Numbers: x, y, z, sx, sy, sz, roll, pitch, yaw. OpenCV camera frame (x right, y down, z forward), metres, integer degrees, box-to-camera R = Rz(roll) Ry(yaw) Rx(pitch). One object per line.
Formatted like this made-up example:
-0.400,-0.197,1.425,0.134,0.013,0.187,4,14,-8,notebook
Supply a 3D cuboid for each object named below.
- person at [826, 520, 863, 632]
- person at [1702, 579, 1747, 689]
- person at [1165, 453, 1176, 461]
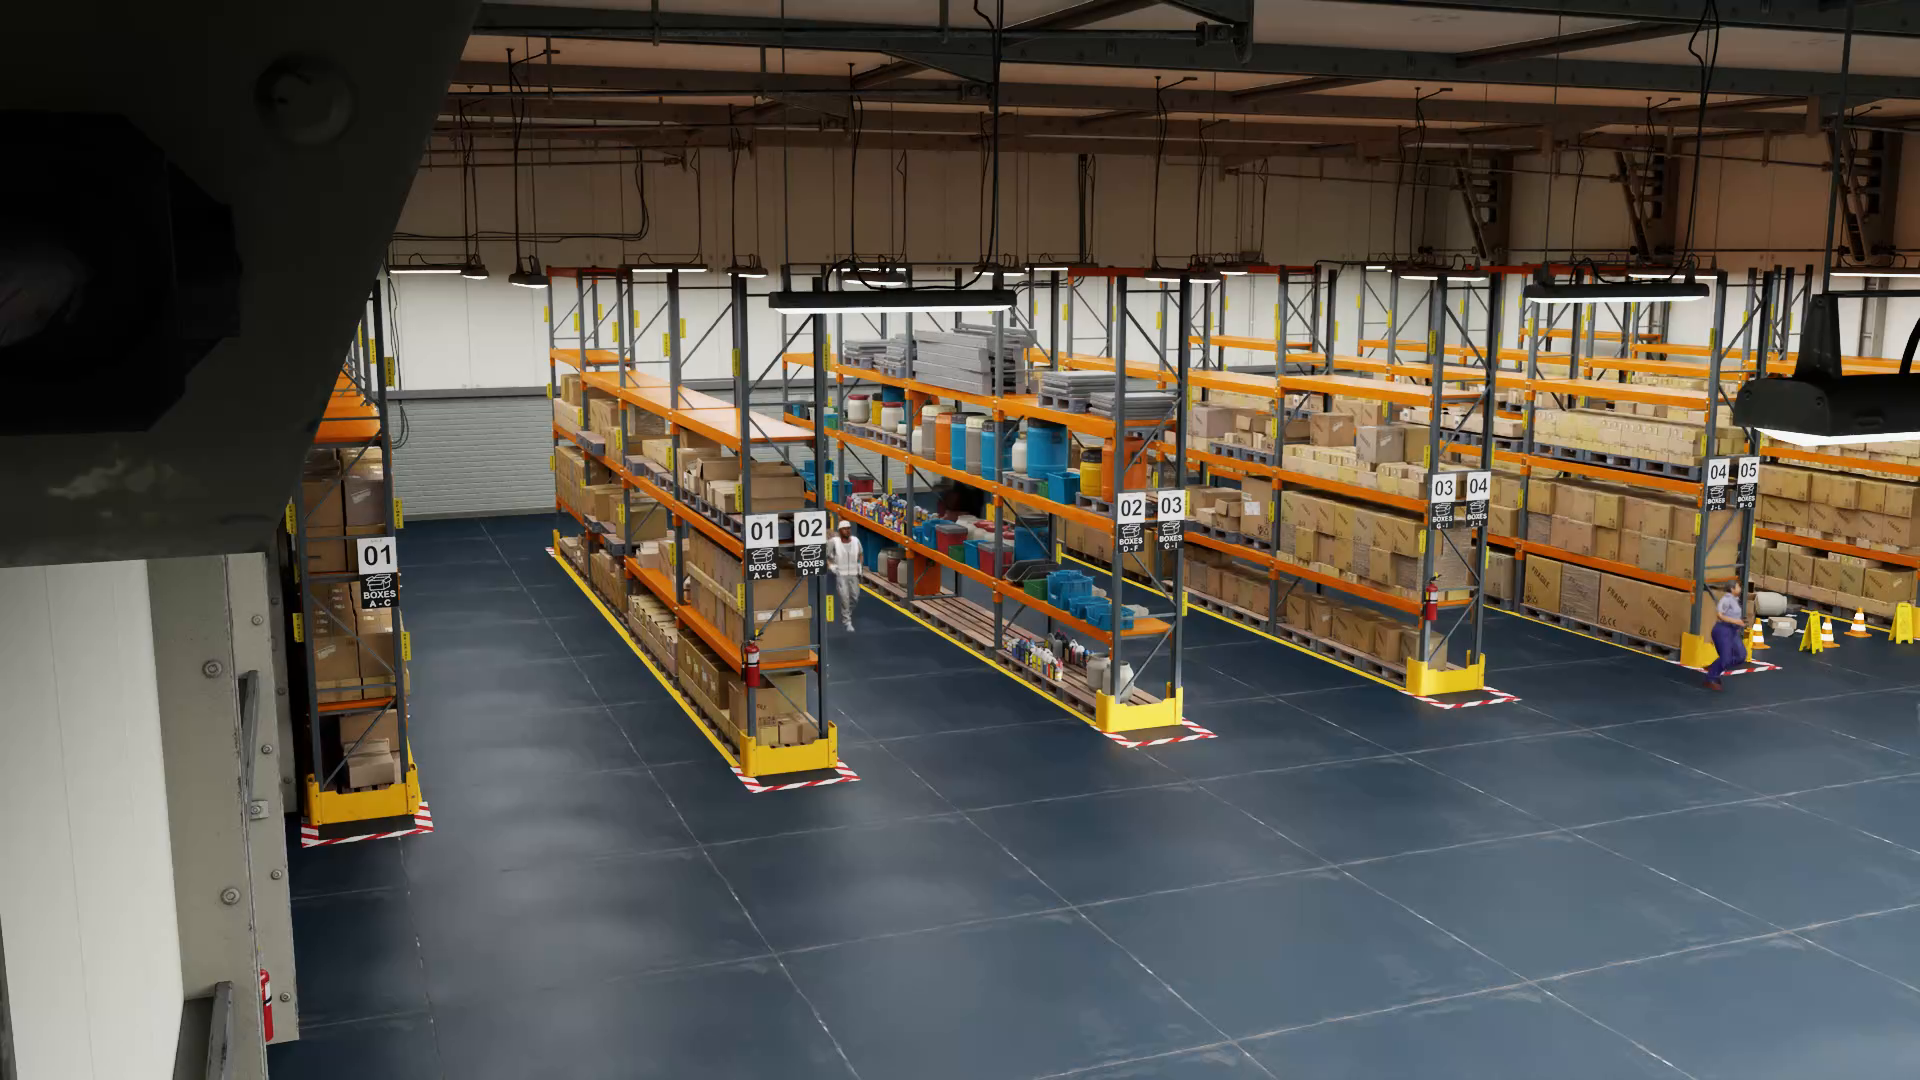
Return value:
-1.843,0.568,26.659,0.691,1.776,0.572,-4,11,-24,person
11.244,1.405,24.288,0.517,1.491,0.598,9,13,41,person
5.191,-1.618,41.476,0.467,1.567,0.564,-4,11,-22,person
